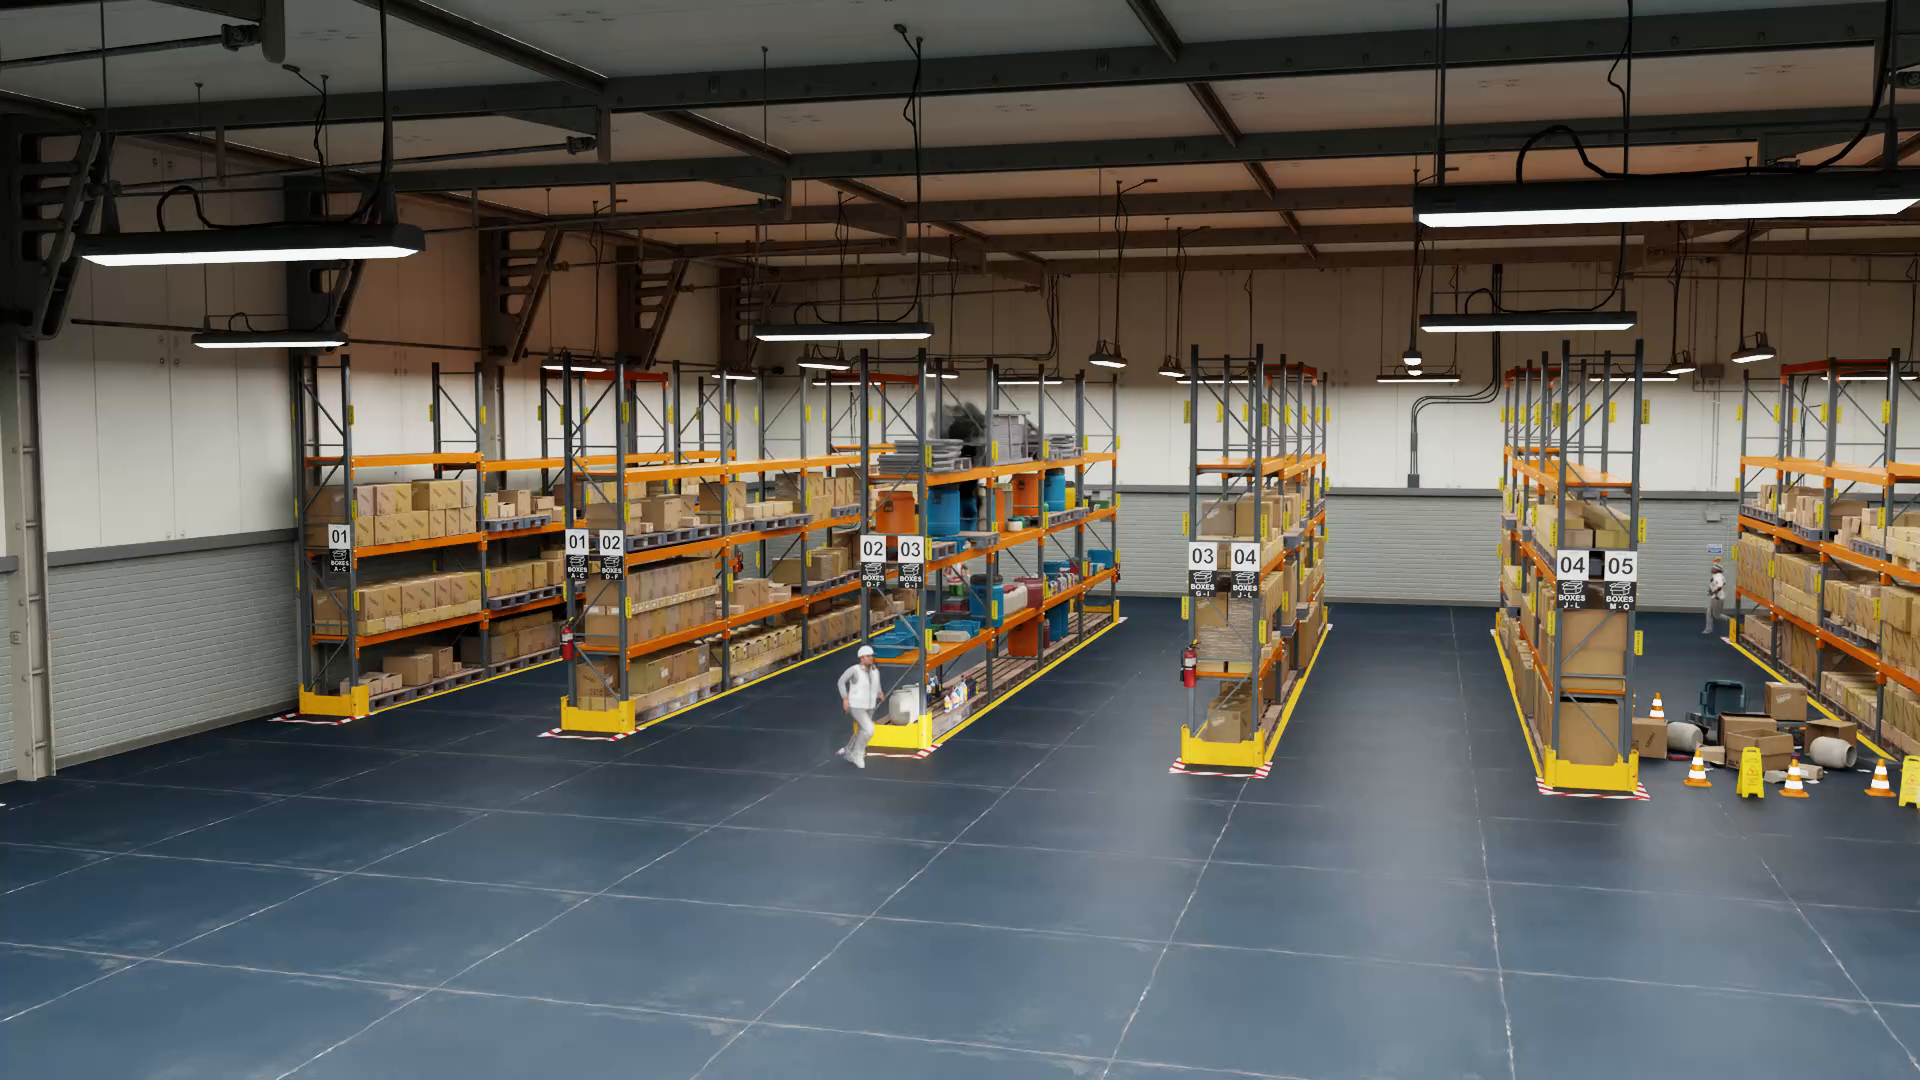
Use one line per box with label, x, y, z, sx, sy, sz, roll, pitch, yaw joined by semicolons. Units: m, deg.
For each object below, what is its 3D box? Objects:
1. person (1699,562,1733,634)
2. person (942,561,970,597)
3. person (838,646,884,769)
person;17.332;1.352;37.918;0.826;1.693;0.617;2;5;22
person;-0.115;1.108;40.048;0.705;1.835;0.859;0;4;4
person;-1.390;2.362;23.637;0.817;1.744;0.578;4;6;43
